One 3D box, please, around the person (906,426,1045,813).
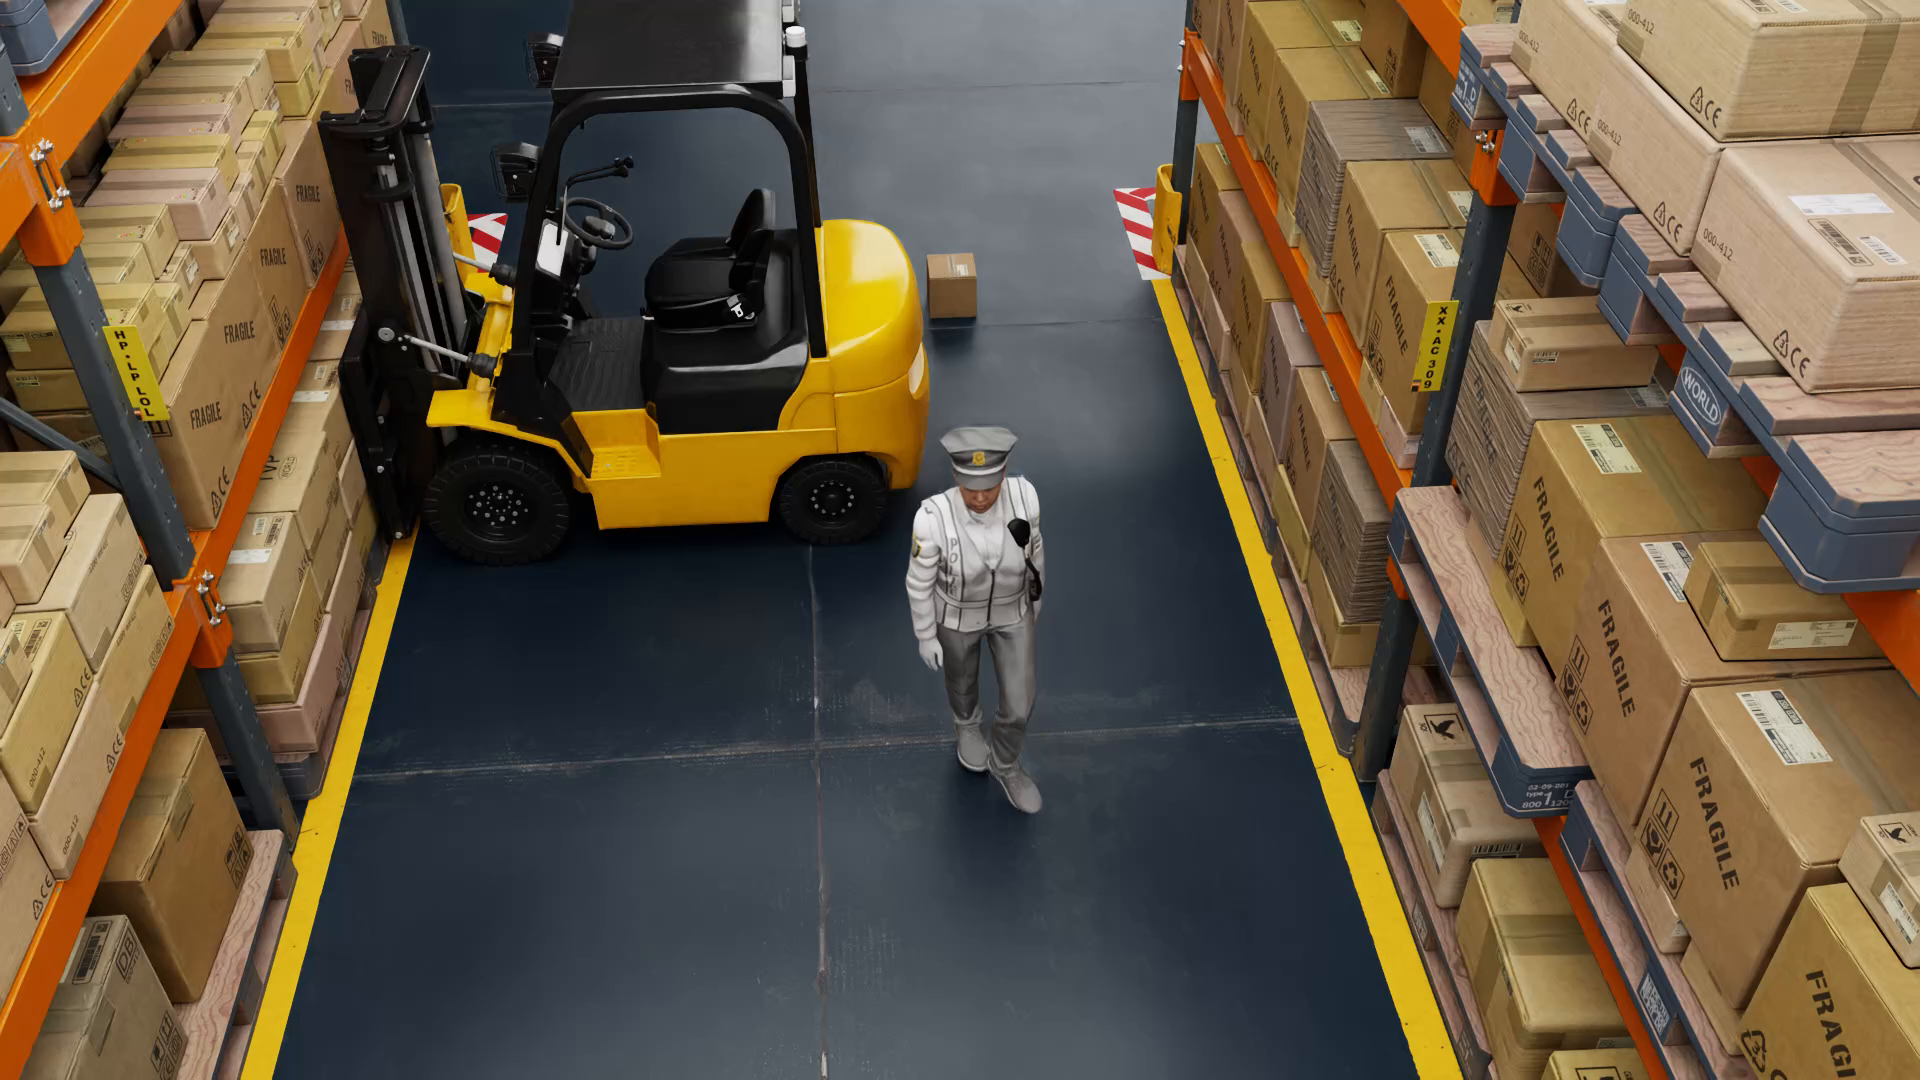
[{"bbox_3d":[0.057,0.253,5.853,0.512,1.718,0.498,-6,40,-8],"label":"person"}]
